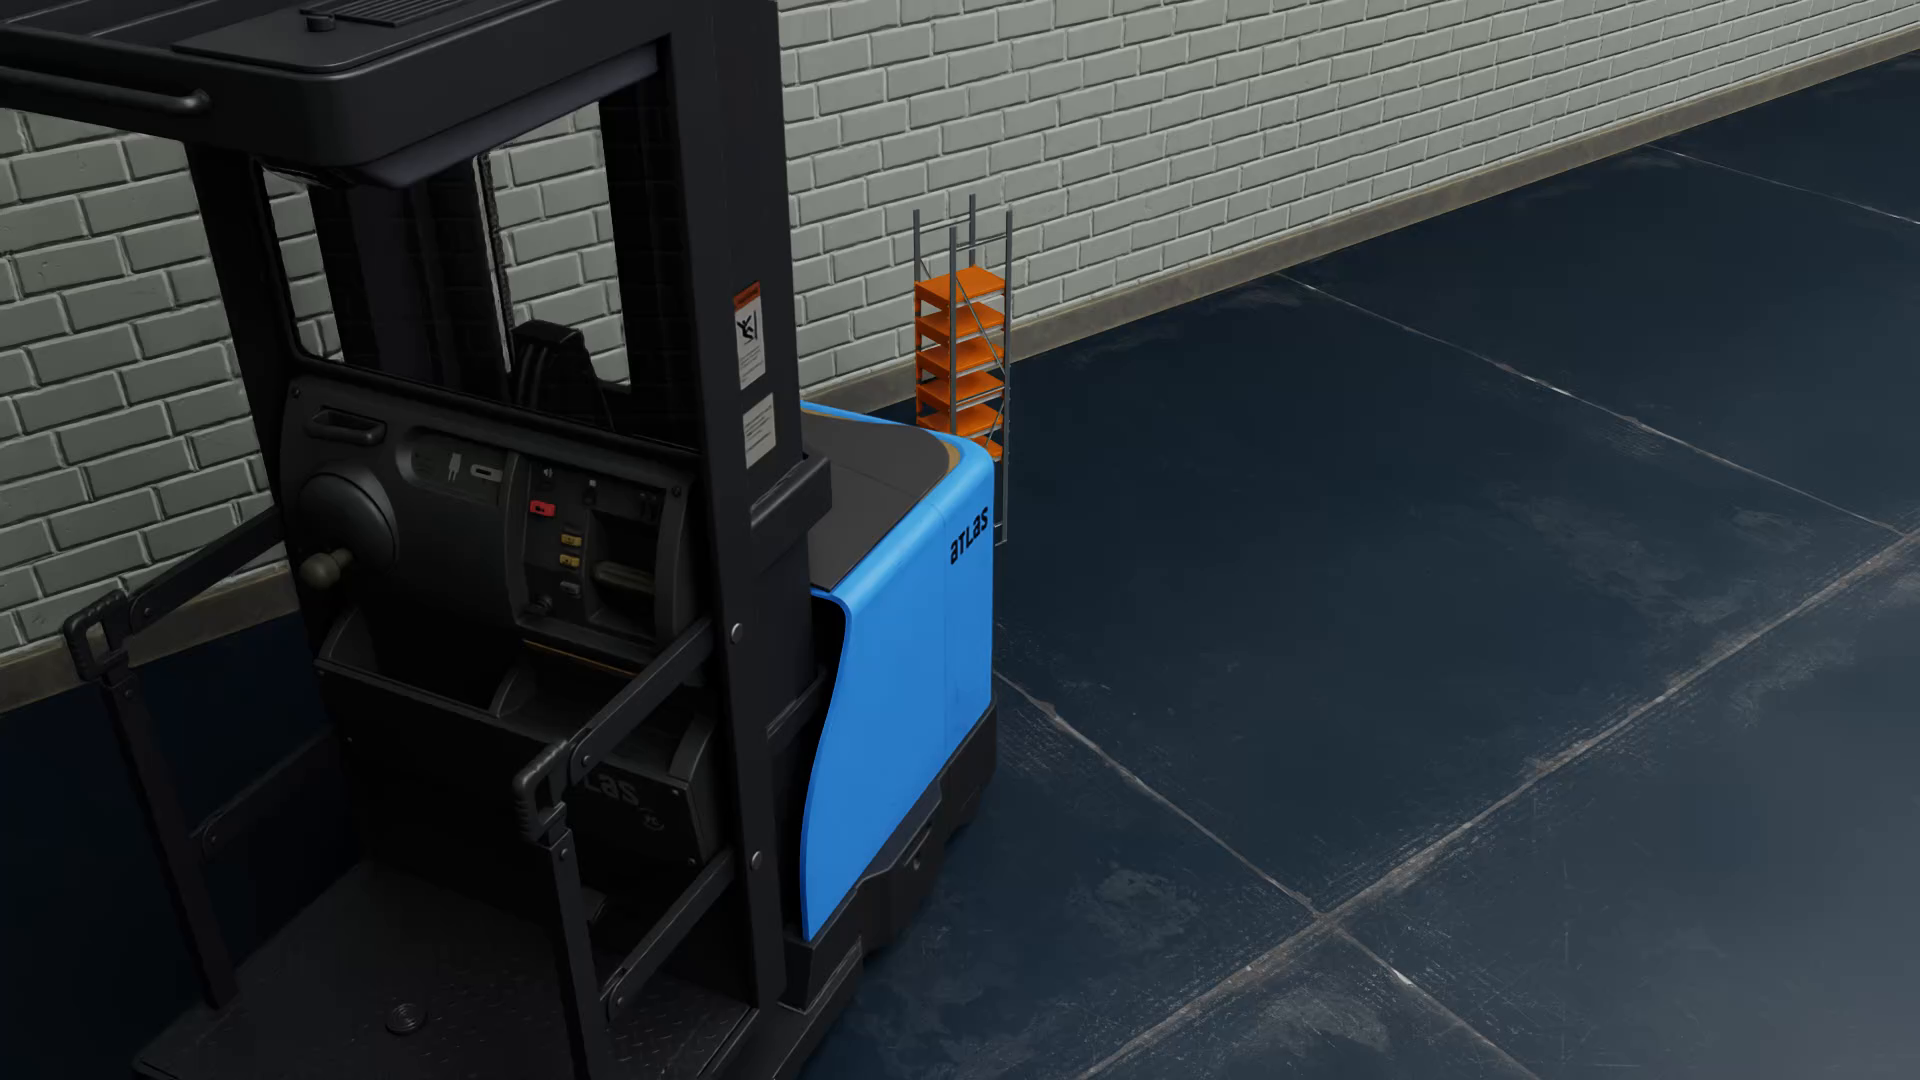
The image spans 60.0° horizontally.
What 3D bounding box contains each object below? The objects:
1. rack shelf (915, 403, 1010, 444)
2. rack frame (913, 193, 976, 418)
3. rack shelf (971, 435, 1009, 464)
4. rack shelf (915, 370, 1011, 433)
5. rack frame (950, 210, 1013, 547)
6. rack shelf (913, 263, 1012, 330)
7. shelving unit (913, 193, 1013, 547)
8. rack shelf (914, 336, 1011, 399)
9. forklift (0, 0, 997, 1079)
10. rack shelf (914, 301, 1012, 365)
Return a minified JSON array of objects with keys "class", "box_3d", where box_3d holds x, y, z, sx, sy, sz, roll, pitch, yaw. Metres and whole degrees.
[{"class":"rack shelf","box_3d":[0.009,-0.364,5.510,0.258,0.103,0.180,-22,38,-31]},{"class":"rack frame","box_3d":[-0.047,-0.542,5.485,0.240,1.200,0.006,-22,38,-31]},{"class":"rack shelf","box_3d":[0.009,-0.262,5.574,0.258,0.103,0.180,-22,38,-31]},{"class":"rack shelf","box_3d":[0.009,-0.466,5.447,0.258,0.103,0.180,-22,38,-31]},{"class":"rack frame","box_3d":[0.065,-0.466,5.362,0.240,1.200,0.006,-22,38,-31]},{"class":"rack shelf","box_3d":[0.009,-0.772,5.257,0.258,0.103,0.180,-22,38,-31]},{"class":"shelving unit","box_3d":[0.009,-0.504,5.424,0.258,1.200,0.189,-22,38,-31]},{"class":"rack shelf","box_3d":[0.009,-0.568,5.384,0.258,0.103,0.180,-22,38,-31]},{"class":"forklift","box_3d":[-0.993,0.017,2.945,1.130,2.935,3.031,14,35,22]},{"class":"rack shelf","box_3d":[0.009,-0.670,5.321,0.258,0.103,0.180,-22,38,-31]}]
